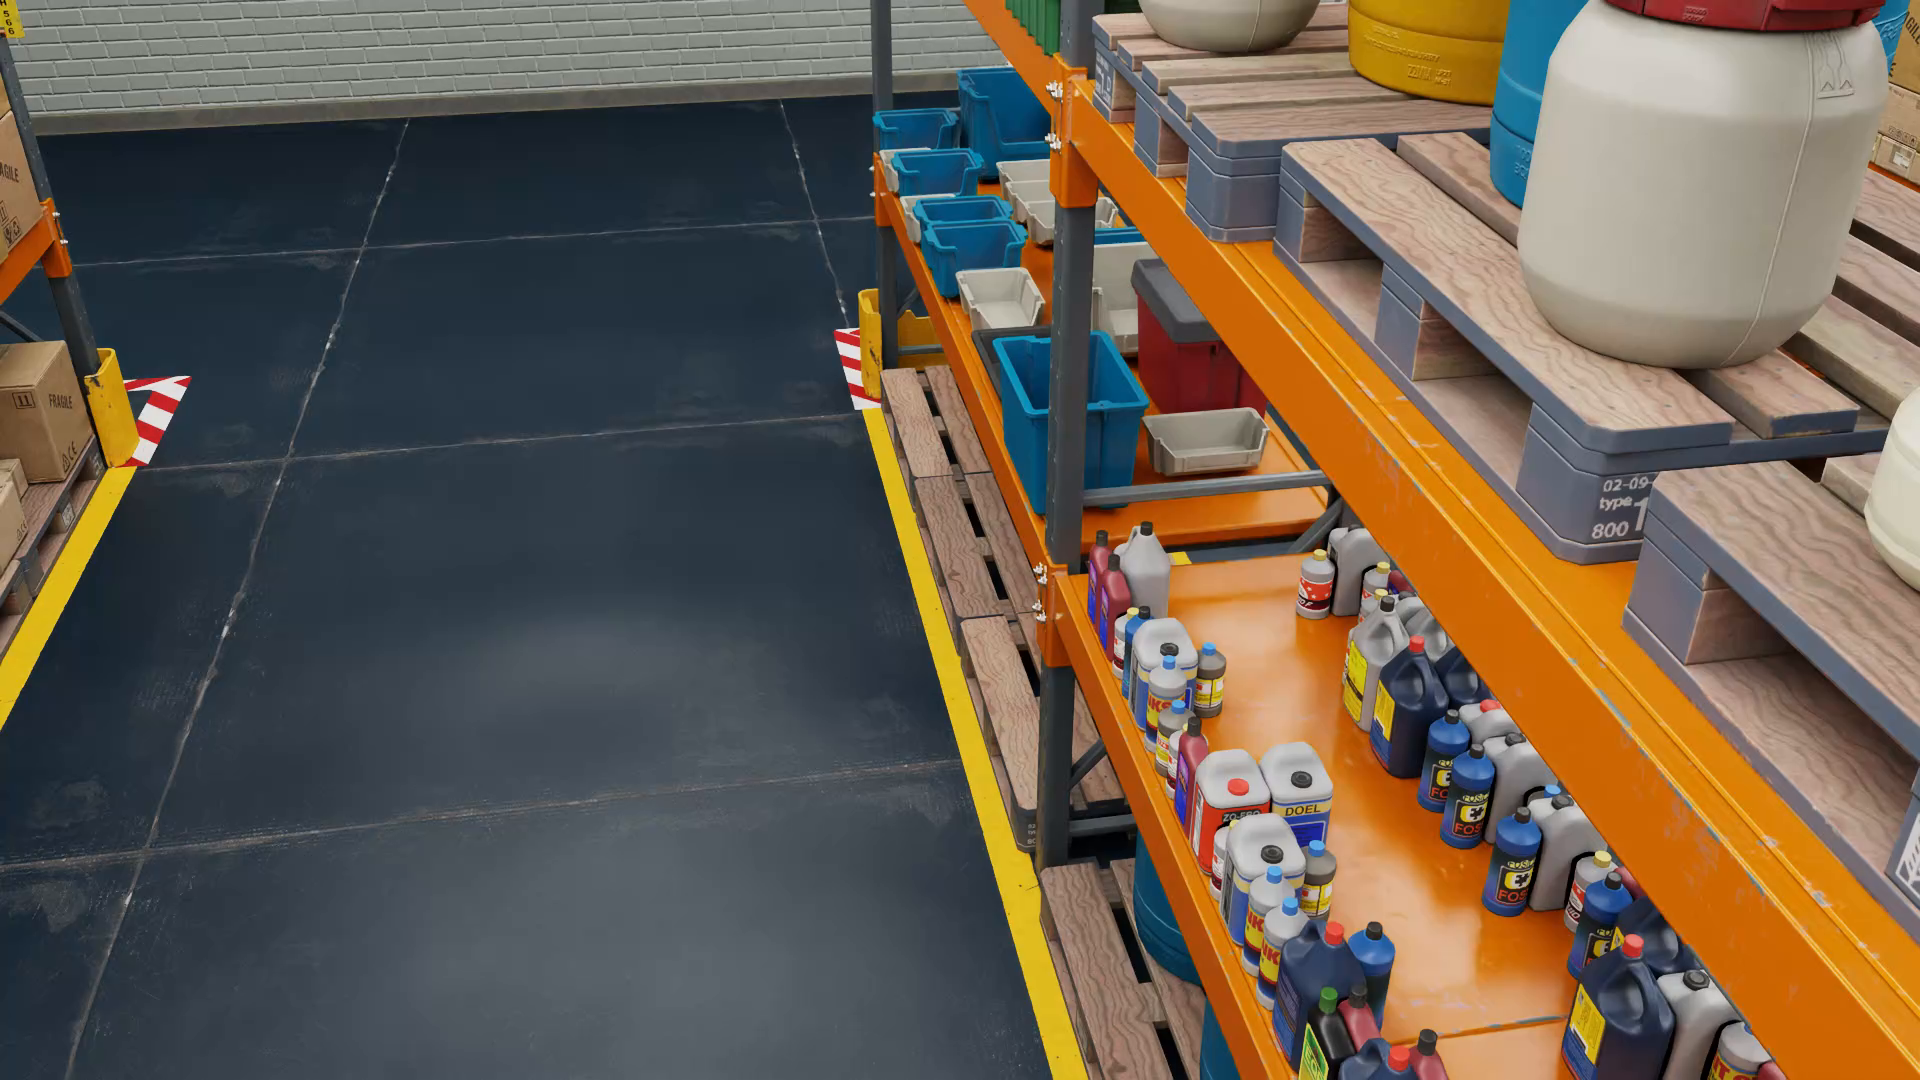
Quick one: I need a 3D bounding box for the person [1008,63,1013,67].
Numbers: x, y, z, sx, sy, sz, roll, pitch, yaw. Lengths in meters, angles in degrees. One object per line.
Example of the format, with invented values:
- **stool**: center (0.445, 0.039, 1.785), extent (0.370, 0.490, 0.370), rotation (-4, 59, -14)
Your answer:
- **person**: center (0.404, -2.260, 9.879), extent (0.395, 1.671, 0.526), rotation (-1, 31, -1)
